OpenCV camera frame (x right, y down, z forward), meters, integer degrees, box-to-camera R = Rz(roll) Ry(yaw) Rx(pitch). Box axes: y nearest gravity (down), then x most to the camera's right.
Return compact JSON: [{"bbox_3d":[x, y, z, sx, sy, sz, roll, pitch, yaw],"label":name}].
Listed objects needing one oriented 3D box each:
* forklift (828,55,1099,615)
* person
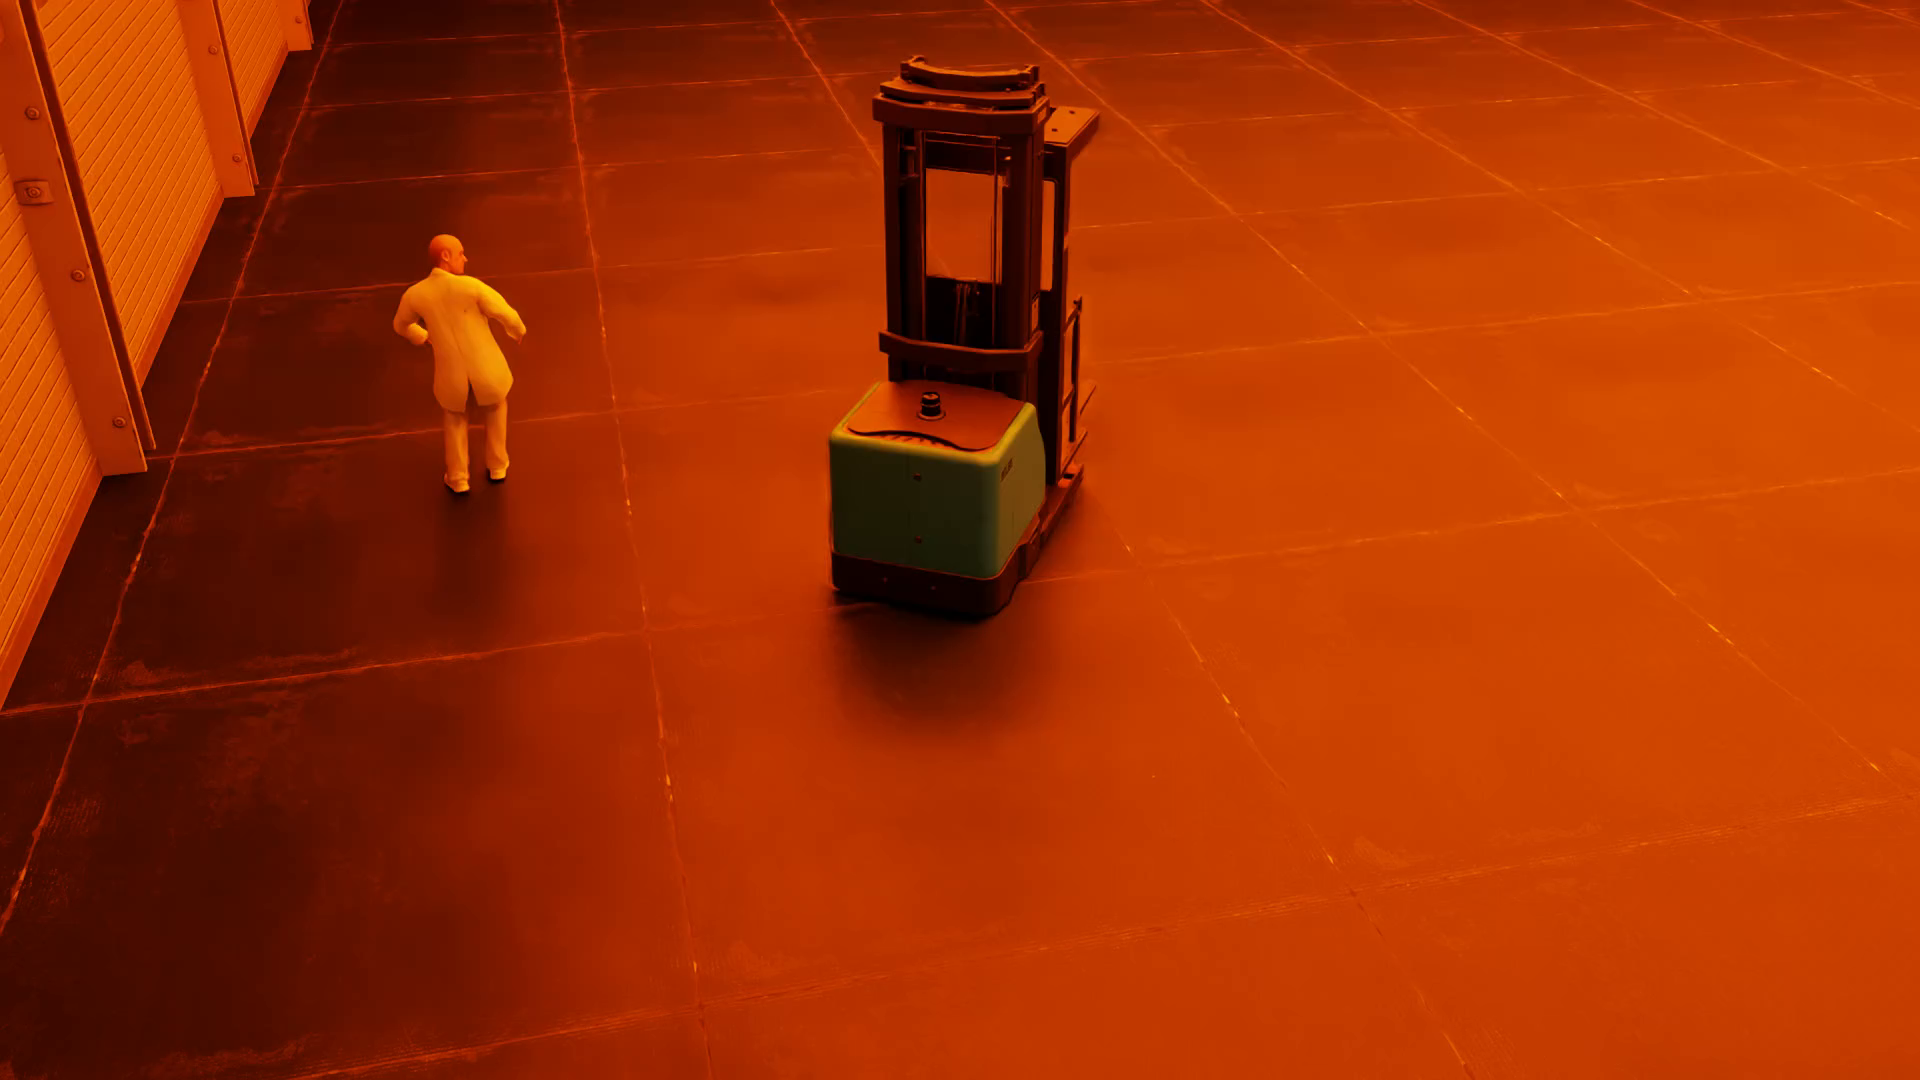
[{"bbox_3d":[0.185,-1.561,10.272,1.130,2.935,3.031,10,31,16],"label":"forklift"},{"bbox_3d":[-3.226,-1.169,10.857,0.829,1.736,0.644,-3,30,-5],"label":"person"}]
